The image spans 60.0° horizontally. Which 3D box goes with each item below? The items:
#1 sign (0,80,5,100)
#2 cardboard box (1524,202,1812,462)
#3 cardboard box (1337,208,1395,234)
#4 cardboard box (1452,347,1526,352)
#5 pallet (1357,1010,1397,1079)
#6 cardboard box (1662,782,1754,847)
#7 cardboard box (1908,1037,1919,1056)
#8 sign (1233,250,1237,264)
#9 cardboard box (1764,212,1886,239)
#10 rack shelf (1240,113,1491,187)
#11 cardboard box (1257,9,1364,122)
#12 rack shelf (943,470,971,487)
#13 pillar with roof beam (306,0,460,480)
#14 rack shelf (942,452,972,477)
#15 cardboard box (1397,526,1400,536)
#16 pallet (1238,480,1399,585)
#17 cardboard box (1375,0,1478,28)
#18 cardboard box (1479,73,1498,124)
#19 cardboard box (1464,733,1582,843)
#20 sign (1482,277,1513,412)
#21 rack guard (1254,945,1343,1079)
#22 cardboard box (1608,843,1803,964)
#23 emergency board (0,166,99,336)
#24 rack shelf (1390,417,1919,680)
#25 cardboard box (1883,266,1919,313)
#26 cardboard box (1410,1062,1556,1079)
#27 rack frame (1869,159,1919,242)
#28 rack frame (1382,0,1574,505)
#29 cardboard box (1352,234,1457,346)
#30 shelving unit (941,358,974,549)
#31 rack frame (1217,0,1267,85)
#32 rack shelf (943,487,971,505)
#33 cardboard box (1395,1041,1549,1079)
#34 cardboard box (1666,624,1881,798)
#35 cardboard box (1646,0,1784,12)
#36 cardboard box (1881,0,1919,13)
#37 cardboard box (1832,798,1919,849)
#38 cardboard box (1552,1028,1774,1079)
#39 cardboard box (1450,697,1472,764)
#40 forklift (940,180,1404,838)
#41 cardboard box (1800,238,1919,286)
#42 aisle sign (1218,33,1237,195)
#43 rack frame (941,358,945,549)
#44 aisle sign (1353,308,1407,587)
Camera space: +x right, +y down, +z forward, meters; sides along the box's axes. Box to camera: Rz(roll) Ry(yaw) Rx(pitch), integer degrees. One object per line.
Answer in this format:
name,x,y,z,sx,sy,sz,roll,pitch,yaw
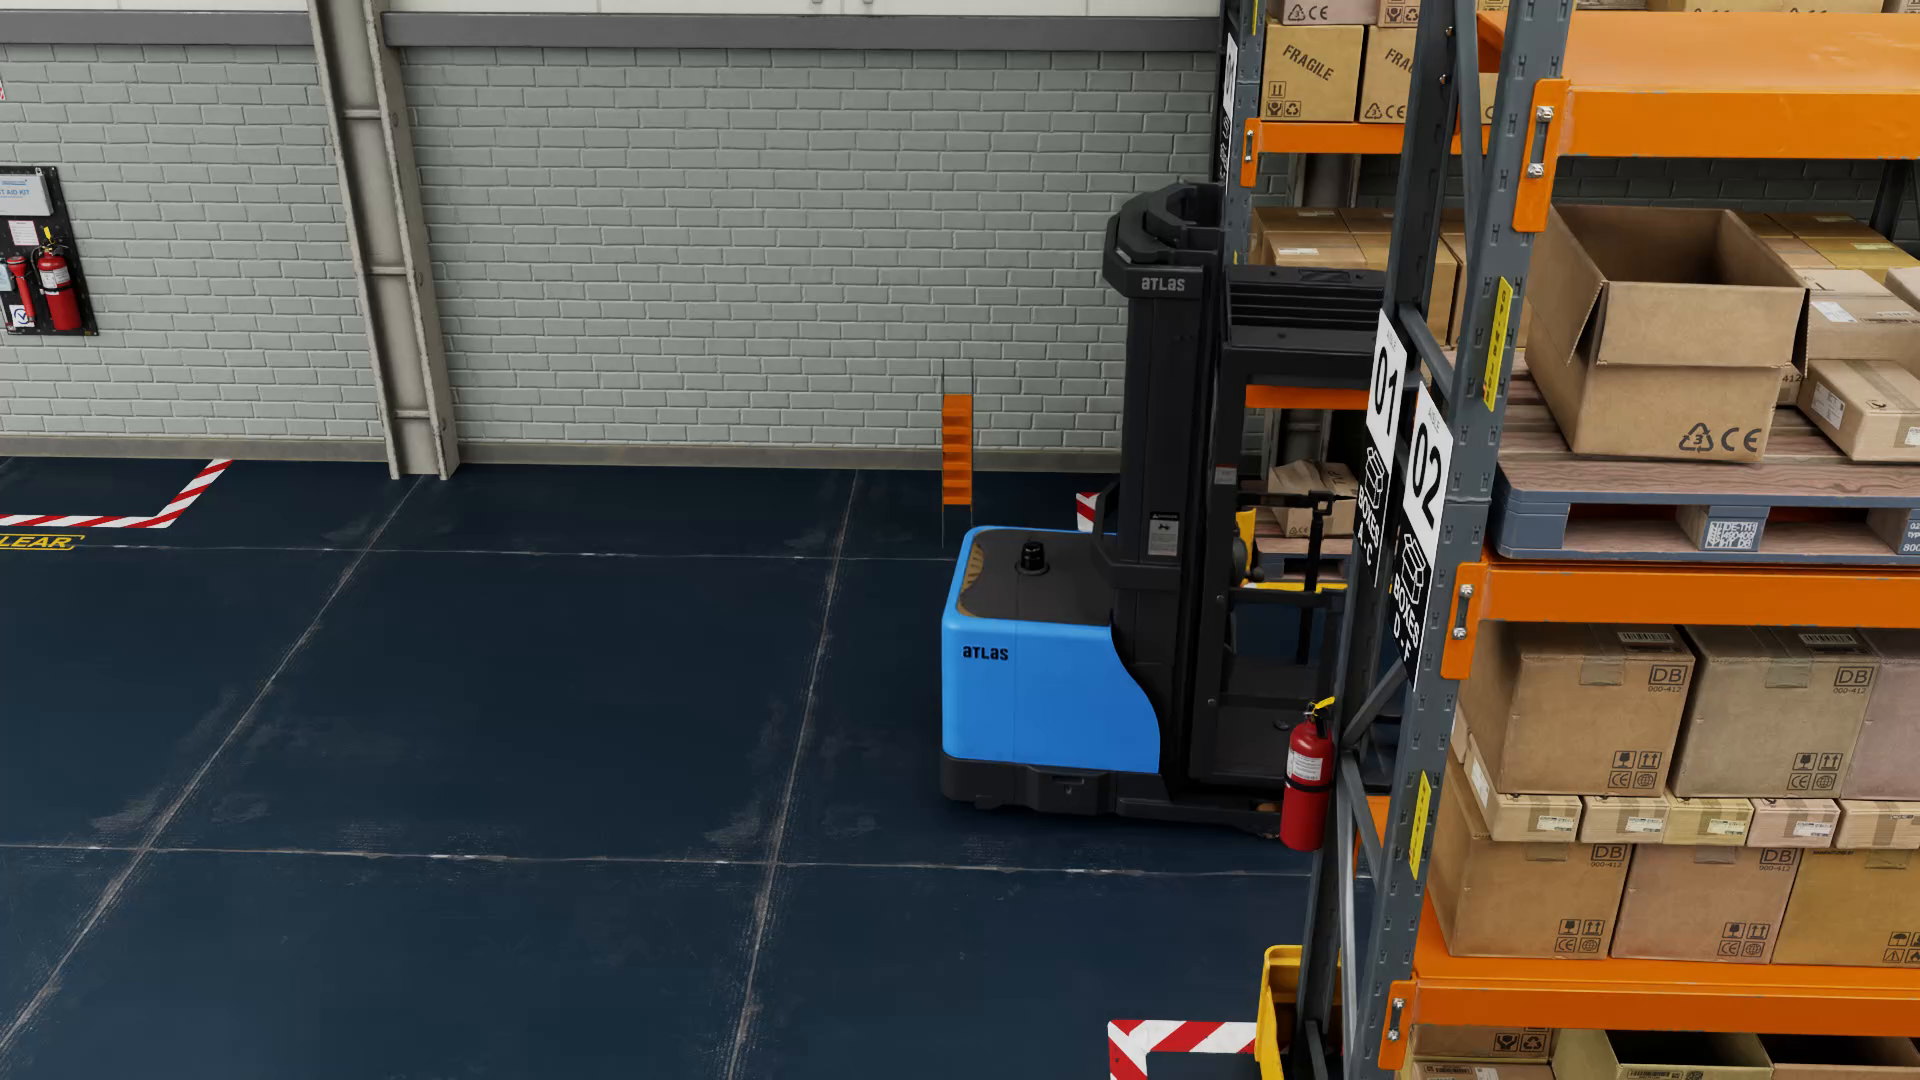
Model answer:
sign,-6.194,-2.944,10.552,0.199,0.298,0.001,1,28,2
cardboard box,1.948,-0.610,4.713,0.637,0.503,0.797,3,28,5
cardboard box,2.527,-1.675,9.970,0.500,0.500,0.500,1,28,2
cardboard box,3.050,-1.095,9.677,0.500,0.250,0.500,1,28,1
pallet,2.140,2.222,6.259,1.213,0.211,1.003,1,28,2
cardboard box,2.272,0.781,5.200,0.250,0.149,0.380,1,28,2
cardboard box,3.401,1.834,5.701,0.500,0.500,0.500,1,28,2
sign,1.526,-1.451,9.285,0.005,0.325,0.100,1,28,2
cardboard box,5.080,-1.635,9.896,0.500,0.500,0.500,0,28,1
rack shelf,3.544,-2.297,9.371,4.000,0.370,1.077,1,28,2
cardboard box,1.871,-2.578,9.005,0.500,0.500,0.500,2,28,3
rack shelf,-0.014,-0.385,10.472,0.180,0.103,0.258,1,28,2
pillar with roof beam,-3.873,-2.450,5.690,0.400,9.000,9.100,1,28,2
rack shelf,-0.014,-0.491,10.416,0.180,0.103,0.258,1,28,2
cardboard box,2.803,-0.266,10.375,0.500,0.311,0.500,3,28,6
pallet,2.432,-0.059,10.561,1.213,0.211,1.003,1,28,2
cardboard box,2.421,-2.990,8.715,0.500,0.500,0.500,1,28,1
cardboard box,2.925,-2.546,8.944,0.500,0.500,0.500,2,28,4
cardboard box,1.759,0.773,5.215,0.250,0.149,0.380,1,28,1
sign,1.349,-0.490,4.177,0.005,0.325,0.100,1,28,2
rack guard,1.350,2.101,6.179,0.348,0.500,1.175,1,28,2
cardboard box,2.365,0.973,5.531,0.500,0.500,0.700,2,28,3
emergency board,-6.189,-1.873,11.007,0.643,1.169,0.194,1,28,2
rack shelf,3.373,0.022,4.996,4.000,0.370,1.077,1,28,2
cardboard box,3.090,-0.632,4.960,0.500,0.311,0.500,4,28,8
cardboard box,1.902,2.139,5.925,0.500,0.250,0.500,1,28,2
rack frame,5.543,-1.256,9.842,0.127,3.000,1.000,1,28,2
rack frame,1.374,-1.654,4.188,0.127,3.000,1.000,1,28,2
cardboard box,2.505,-1.435,9.517,0.500,0.500,0.500,1,28,2
shelving unit,-0.014,-0.530,10.395,0.189,1.200,0.258,1,28,2
rack frame,1.545,-3.973,8.562,0.127,3.000,1.000,1,28,2
rack shelf,-0.014,-0.279,10.528,0.180,0.103,0.258,1,28,2
cardboard box,1.921,1.896,6.383,0.500,0.250,0.500,1,28,2
cardboard box,2.419,0.400,5.226,0.500,0.500,0.700,0,28,0
cardboard box,3.962,-2.965,8.668,0.500,0.500,0.500,0,28,0
cardboard box,5.032,-2.957,8.654,0.500,0.500,0.500,-1,28,-3
cardboard box,2.790,0.789,5.184,0.250,0.149,0.380,0,28,0
cardboard box,2.402,1.815,5.736,0.500,0.500,0.500,1,28,2
cardboard box,1.763,0.583,5.574,0.250,0.149,0.380,0,28,1
forklift,1.459,-0.118,7.769,3.031,2.935,1.130,3,28,6
cardboard box,5.059,-1.393,9.439,0.500,0.500,0.500,1,28,2
aisle sign,1.463,-2.332,9.095,0.004,0.787,0.394,1,28,2
rack frame,-0.106,-0.532,10.398,0.006,1.200,0.240,1,28,2
aisle sign,1.319,-0.291,5.245,0.004,0.787,0.394,1,28,2
